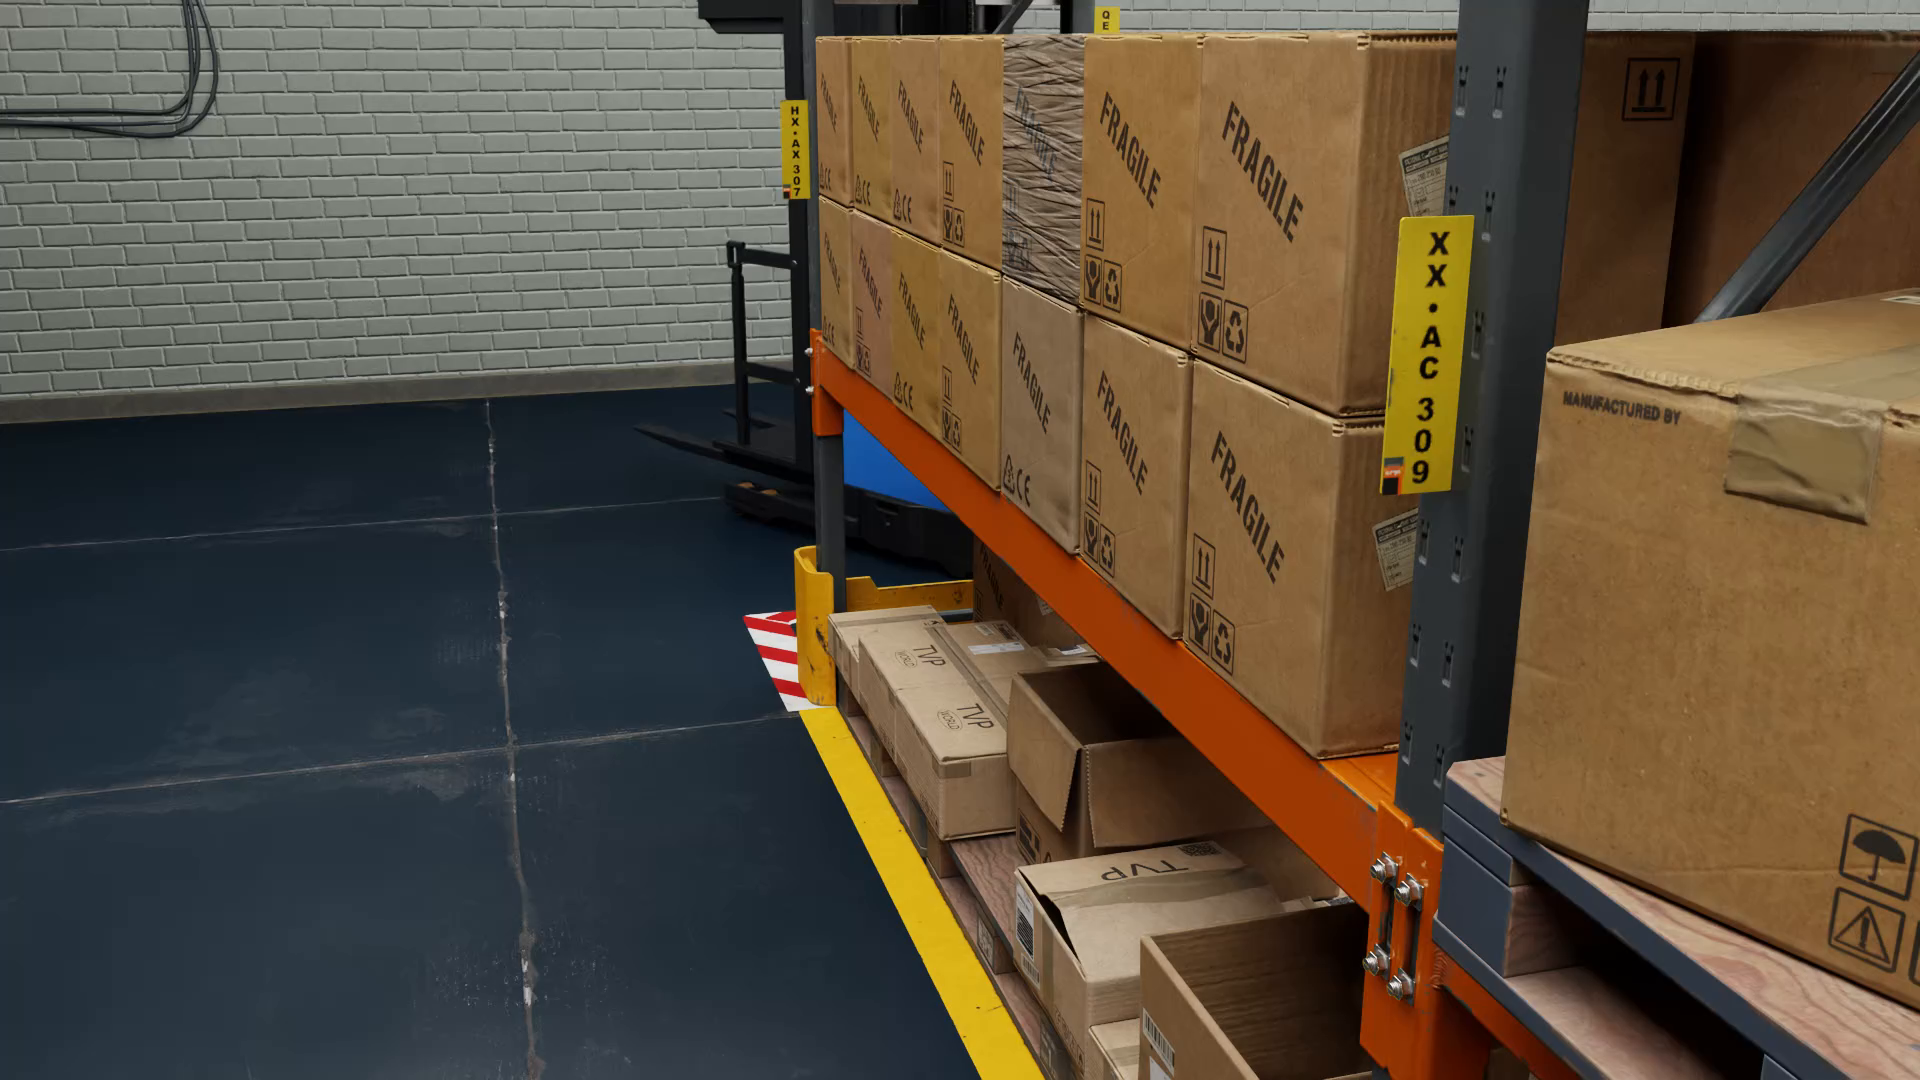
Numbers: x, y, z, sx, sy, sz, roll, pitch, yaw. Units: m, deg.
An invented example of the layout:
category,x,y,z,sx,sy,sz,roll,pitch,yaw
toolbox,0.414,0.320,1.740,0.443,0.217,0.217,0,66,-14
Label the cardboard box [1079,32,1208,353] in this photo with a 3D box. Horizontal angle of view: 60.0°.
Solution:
category,x,y,z,sx,sy,sz,roll,pitch,yaw
cardboard box,0.536,-0.631,2.926,0.500,0.500,0.500,-5,17,-16

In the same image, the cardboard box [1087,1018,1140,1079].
category,x,y,z,sx,sy,sz,roll,pitch,yaw
cardboard box,0.477,1.077,3.342,0.380,0.149,0.250,-5,17,-15

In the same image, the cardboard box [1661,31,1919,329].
category,x,y,z,sx,sy,sz,roll,pitch,yaw
cardboard box,1.208,-0.522,2.565,0.500,0.500,0.500,-4,17,-14

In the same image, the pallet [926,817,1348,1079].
category,x,y,z,sx,sy,sz,roll,pitch,yaw
pallet,0.540,0.964,4.375,1.003,0.211,1.213,-5,17,-15

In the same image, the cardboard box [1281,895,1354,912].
category,x,y,z,sx,sy,sz,roll,pitch,yaw
cardboard box,0.912,0.931,3.797,0.380,0.166,0.250,-5,17,-15

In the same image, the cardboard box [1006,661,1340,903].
category,x,y,z,sx,sy,sz,roll,pitch,yaw
cardboard box,0.546,0.622,4.240,0.797,0.503,0.637,-5,17,-15

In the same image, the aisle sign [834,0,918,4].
category,x,y,z,sx,sy,sz,roll,pitch,yaw
aisle sign,-0.333,-2.190,5.511,0.394,0.787,0.004,-5,17,-15

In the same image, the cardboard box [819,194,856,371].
category,x,y,z,sx,sy,sz,roll,pitch,yaw
cardboard box,-0.164,-0.854,5.407,0.500,0.500,0.500,-4,17,-14

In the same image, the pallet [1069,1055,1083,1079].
category,x,y,z,sx,sy,sz,roll,pitch,yaw
pallet,0.879,1.302,3.250,1.003,0.211,1.213,-5,17,-15

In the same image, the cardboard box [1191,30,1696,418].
category,x,y,z,sx,sy,sz,roll,pitch,yaw
cardboard box,0.679,-0.489,2.455,0.500,0.500,0.500,-5,17,-15

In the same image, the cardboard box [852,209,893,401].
category,x,y,z,sx,sy,sz,roll,pitch,yaw
cardboard box,-0.017,-0.712,4.933,0.500,0.500,0.500,-5,17,-16

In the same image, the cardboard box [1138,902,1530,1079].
category,x,y,z,sx,sy,sz,roll,pitch,yaw
cardboard box,0.638,1.008,2.962,0.500,0.500,0.500,-5,17,-15

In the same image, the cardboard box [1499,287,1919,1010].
category,x,y,z,sx,sy,sz,roll,pitch,yaw
cardboard box,0.982,0.057,1.646,0.700,0.500,0.500,-12,20,-34

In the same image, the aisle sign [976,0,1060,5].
category,x,y,z,sx,sy,sz,roll,pitch,yaw
aisle sign,0.243,-2.238,5.669,0.394,0.787,0.004,-5,17,-15

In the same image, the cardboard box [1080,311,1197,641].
category,x,y,z,sx,sy,sz,roll,pitch,yaw
cardboard box,0.540,-0.151,3.069,0.500,0.500,0.500,-4,17,-14

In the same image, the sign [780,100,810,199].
category,x,y,z,sx,sy,sz,roll,pitch,yaw
sign,-0.554,-1.321,5.632,0.100,0.325,0.005,-5,17,-15

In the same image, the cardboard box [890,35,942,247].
category,x,y,z,sx,sy,sz,roll,pitch,yaw
cardboard box,0.120,-1.050,4.322,0.500,0.500,0.500,-4,17,-14

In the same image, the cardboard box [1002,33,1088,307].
category,x,y,z,sx,sy,sz,roll,pitch,yaw
cardboard box,0.397,-0.770,3.390,0.500,0.500,0.500,-5,17,-15

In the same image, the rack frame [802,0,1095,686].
category,x,y,z,sx,sy,sz,roll,pitch,yaw
rack frame,-0.032,-0.950,5.899,1.000,3.000,0.127,-5,17,-15

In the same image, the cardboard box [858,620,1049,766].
category,x,y,z,sx,sy,sz,roll,pitch,yaw
cardboard box,-0.018,0.468,5.196,0.500,0.250,0.500,-5,17,-15

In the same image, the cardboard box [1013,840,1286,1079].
category,x,y,z,sx,sy,sz,roll,pitch,yaw
cardboard box,0.432,0.891,3.680,0.500,0.311,0.500,-5,17,-15

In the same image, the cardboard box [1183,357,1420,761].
category,x,y,z,sx,sy,sz,roll,pitch,yaw
cardboard box,0.683,-0.009,2.594,0.500,0.500,0.500,-4,17,-14

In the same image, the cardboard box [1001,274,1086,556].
category,x,y,z,sx,sy,sz,roll,pitch,yaw
cardboard box,0.397,-0.293,3.541,0.500,0.500,0.500,-4,17,-14

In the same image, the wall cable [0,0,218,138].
category,x,y,z,sx,sy,sz,roll,pitch,yaw
wall cable,-6.005,-3.536,9.478,3.097,2.526,0.112,-5,17,-15

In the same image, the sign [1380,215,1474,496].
category,x,y,z,sx,sy,sz,roll,pitch,yaw
sign,0.547,-0.213,1.941,0.100,0.325,0.005,-5,17,-15

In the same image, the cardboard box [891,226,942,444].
category,x,y,z,sx,sy,sz,roll,pitch,yaw
cardboard box,0.118,-0.572,4.470,0.500,0.500,0.500,-5,17,-15

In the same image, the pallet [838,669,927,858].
category,x,y,z,sx,sy,sz,roll,pitch,yaw
pallet,0.209,0.628,5.496,1.003,0.211,1.213,-5,17,-15

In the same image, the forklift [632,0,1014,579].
category,x,y,z,sx,sy,sz,roll,pitch,yaw
forklift,-0.538,-1.580,8.117,1.130,2.935,3.031,-16,23,-42

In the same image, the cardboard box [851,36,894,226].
category,x,y,z,sx,sy,sz,roll,pitch,yaw
cardboard box,-0.013,-1.189,4.784,0.500,0.500,0.500,-5,17,-15

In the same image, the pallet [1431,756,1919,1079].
category,x,y,z,sx,sy,sz,roll,pitch,yaw
pallet,1.182,0.478,1.479,1.003,0.211,1.213,-5,17,-15

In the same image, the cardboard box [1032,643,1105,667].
category,x,y,z,sx,sy,sz,roll,pitch,yaw
cardboard box,0.379,0.447,5.411,0.380,0.166,0.250,-5,17,-15

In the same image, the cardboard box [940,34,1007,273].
category,x,y,z,sx,sy,sz,roll,pitch,yaw
cardboard box,0.260,-0.909,3.854,0.500,0.500,0.500,-5,17,-16

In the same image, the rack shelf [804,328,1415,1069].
category,x,y,z,sx,sy,sz,roll,pitch,yaw
rack shelf,0.517,-0.052,4.161,1.077,0.370,4.000,-5,17,-15

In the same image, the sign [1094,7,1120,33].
category,x,y,z,sx,sy,sz,roll,pitch,yaw
sign,0.507,-1.694,5.815,0.100,0.325,0.005,-5,17,-15

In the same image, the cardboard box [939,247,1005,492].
category,x,y,z,sx,sy,sz,roll,pitch,yaw
cardboard box,0.254,-0.434,4.009,0.500,0.500,0.500,-4,17,-15

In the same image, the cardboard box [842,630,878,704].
category,x,y,z,sx,sy,sz,roll,pitch,yaw
cardboard box,-0.179,0.409,5.537,0.380,0.166,0.250,-5,17,-15

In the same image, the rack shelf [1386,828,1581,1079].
category,x,y,z,sx,sy,sz,roll,pitch,yaw
rack shelf,1.617,1.055,0.478,1.077,0.370,4.000,-5,17,-15

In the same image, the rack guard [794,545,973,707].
category,x,y,z,sx,sy,sz,roll,pitch,yaw
rack guard,-0.011,0.269,6.189,1.175,0.500,0.348,-5,17,-15

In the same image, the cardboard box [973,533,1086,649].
category,x,y,z,sx,sy,sz,roll,pitch,yaw
cardboard box,0.354,0.168,5.760,0.500,0.500,0.500,-5,17,-15

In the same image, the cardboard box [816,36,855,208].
category,x,y,z,sx,sy,sz,roll,pitch,yaw
cardboard box,-0.164,-1.333,5.263,0.500,0.500,0.500,-4,17,-14

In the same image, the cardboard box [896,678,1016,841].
category,x,y,z,sx,sy,sz,roll,pitch,yaw
cardboard box,0.119,0.606,4.735,0.500,0.250,0.500,-5,17,-15

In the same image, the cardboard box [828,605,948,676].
category,x,y,z,sx,sy,sz,roll,pitch,yaw
cardboard box,-0.248,0.348,5.770,0.380,0.149,0.250,-5,17,-15

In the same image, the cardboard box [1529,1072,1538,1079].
category,x,y,z,sx,sy,sz,roll,pitch,yaw
cardboard box,1.160,1.101,2.983,0.500,0.311,0.500,-5,17,-15
